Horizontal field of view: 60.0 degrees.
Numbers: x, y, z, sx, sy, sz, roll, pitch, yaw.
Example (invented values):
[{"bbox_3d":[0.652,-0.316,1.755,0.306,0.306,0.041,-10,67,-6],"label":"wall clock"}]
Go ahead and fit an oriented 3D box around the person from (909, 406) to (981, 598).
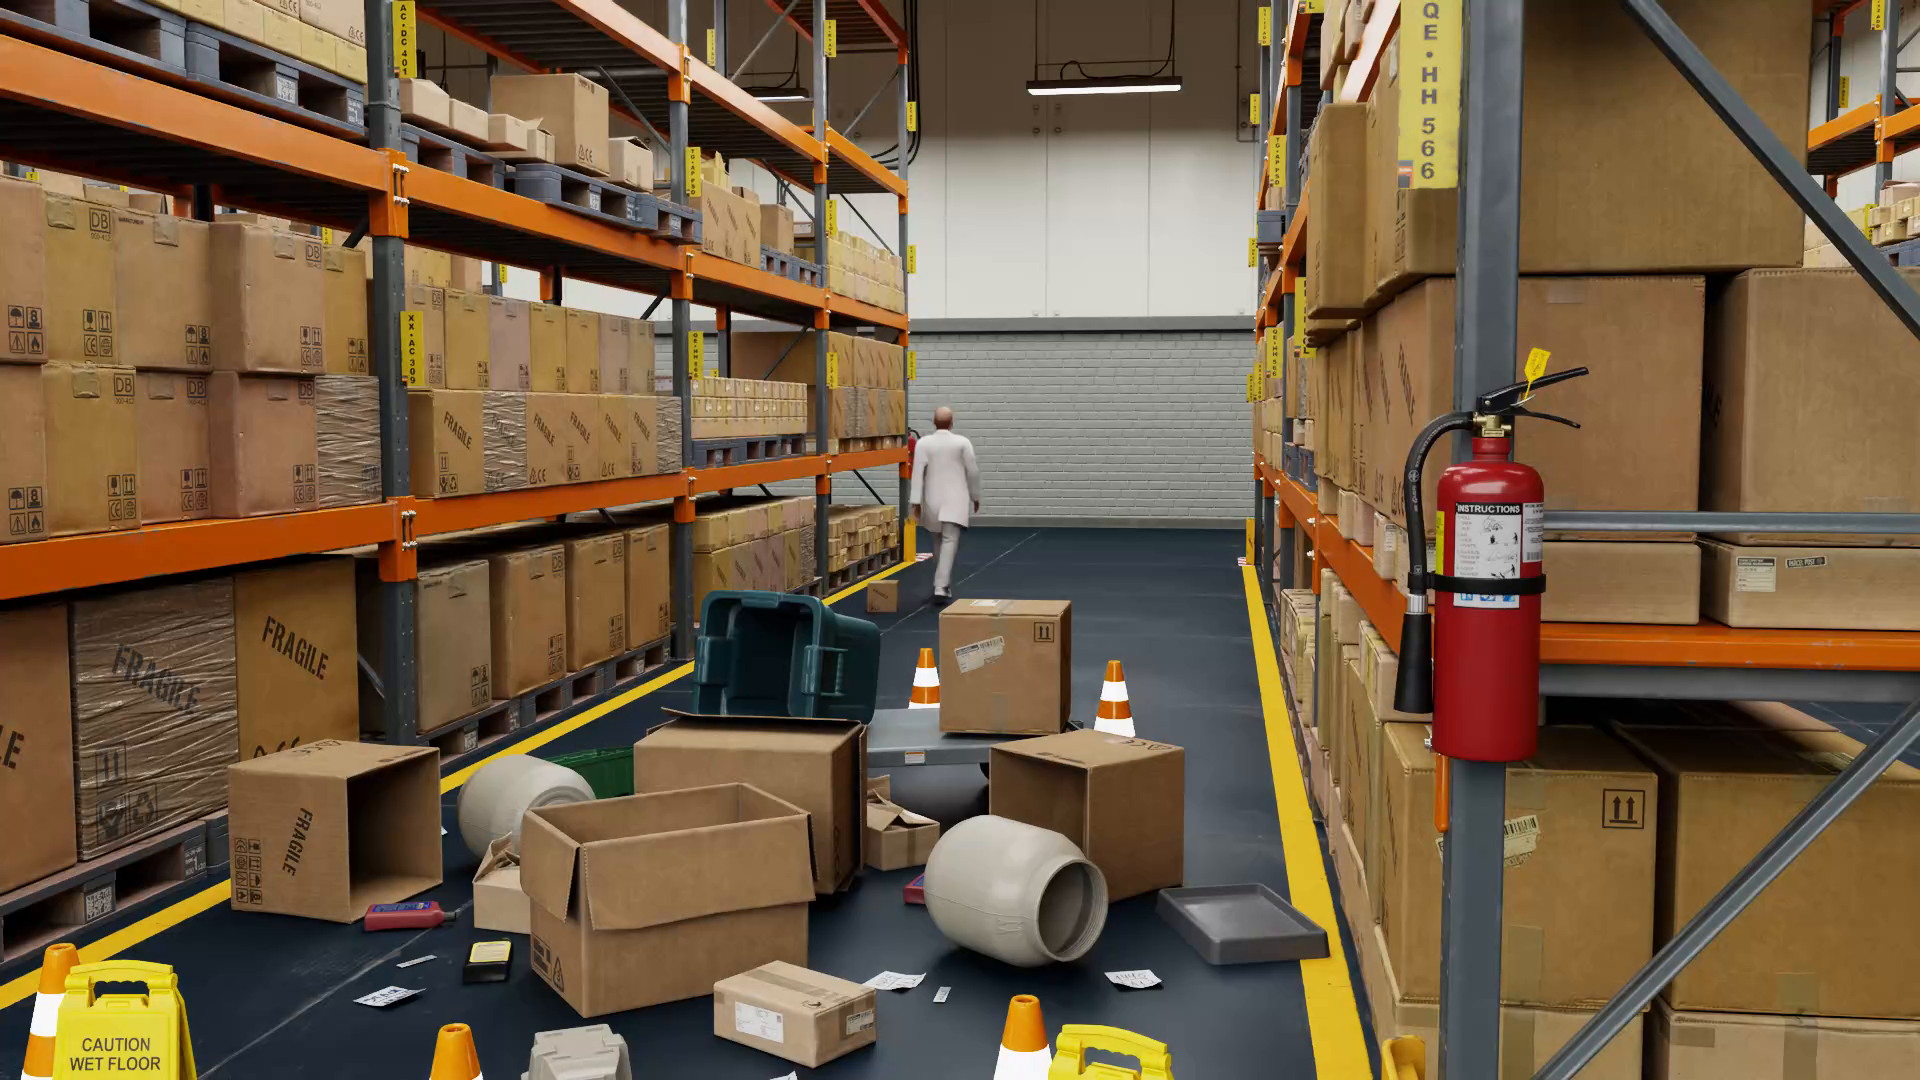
[{"bbox_3d":[-0.106,-0.358,15.123,0.596,1.713,1.125,1,4,14],"label":"person"}]
